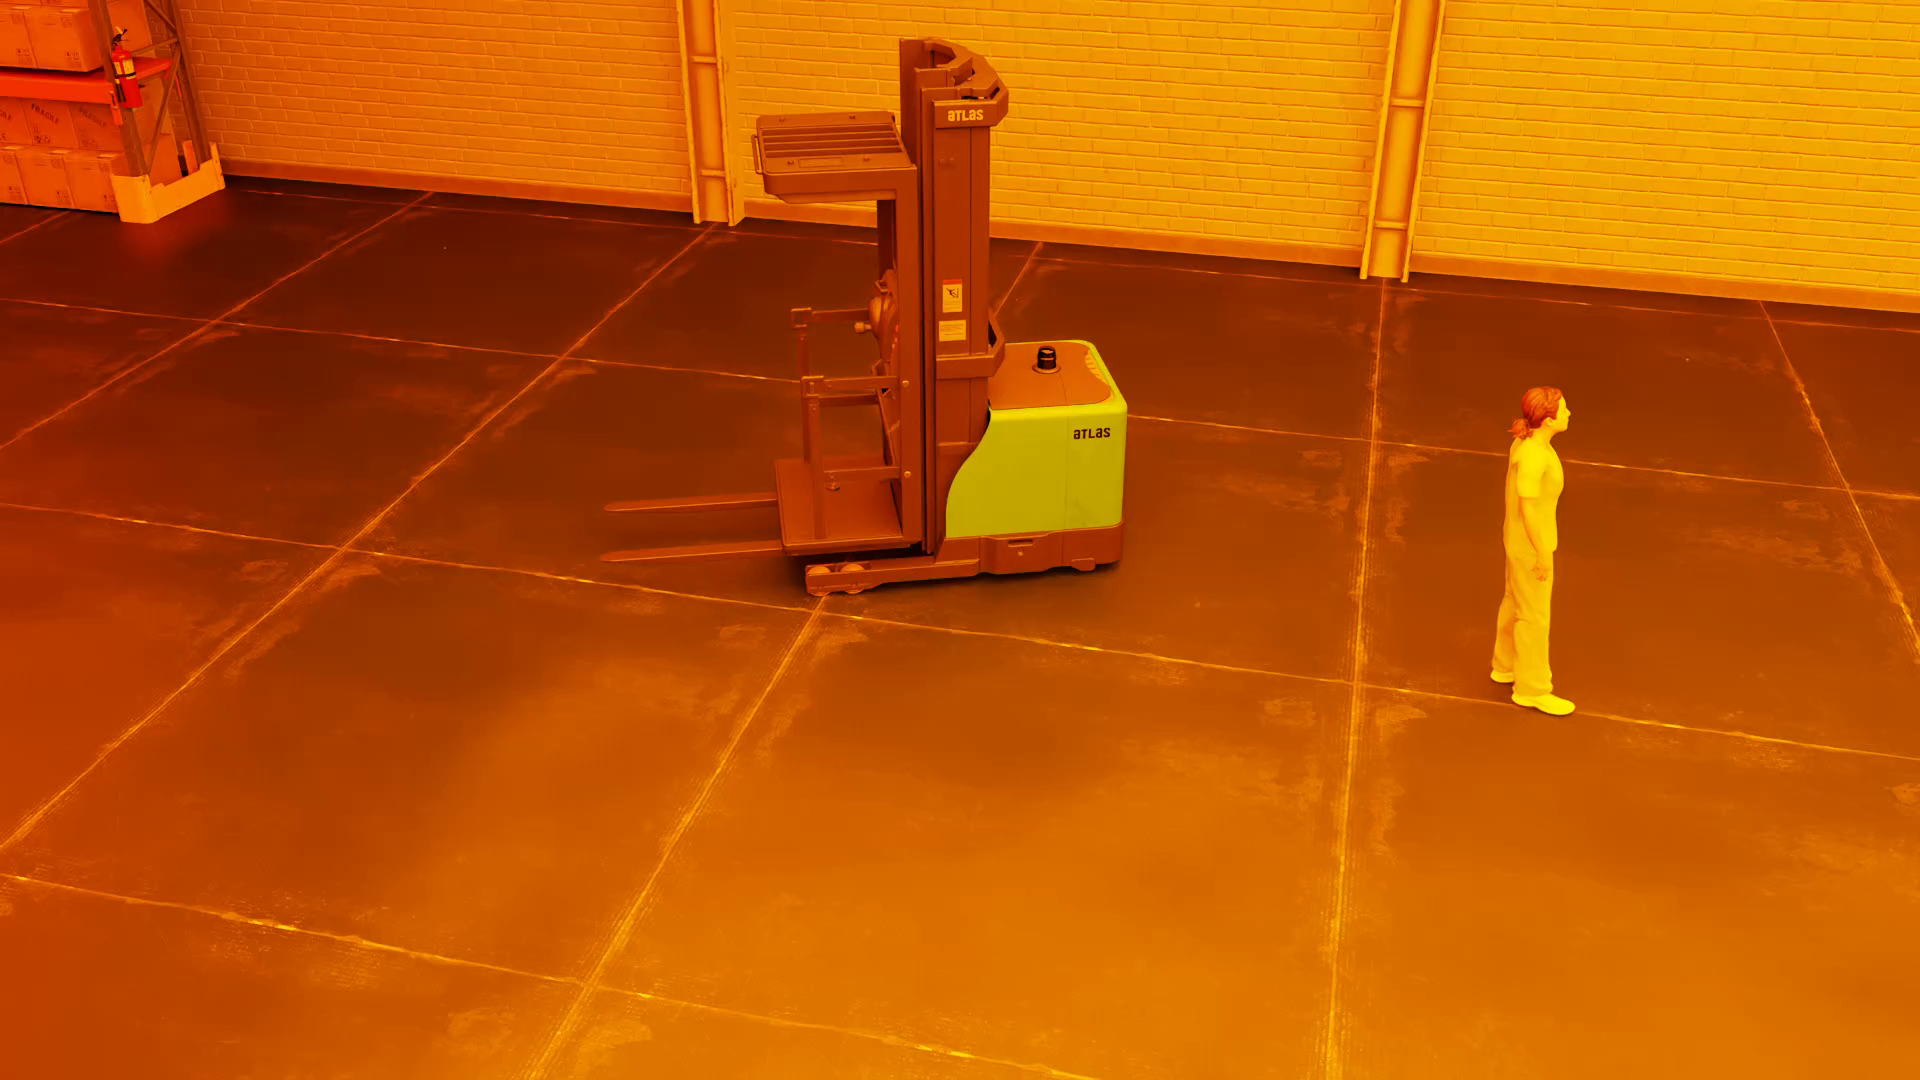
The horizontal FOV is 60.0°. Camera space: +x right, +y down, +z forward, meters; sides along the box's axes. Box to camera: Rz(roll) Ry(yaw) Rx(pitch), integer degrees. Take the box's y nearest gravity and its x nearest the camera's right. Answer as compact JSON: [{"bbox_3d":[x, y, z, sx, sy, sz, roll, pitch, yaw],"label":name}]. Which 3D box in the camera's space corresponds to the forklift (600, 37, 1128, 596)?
[{"bbox_3d":[-0.602,-1.232,9.345,3.031,2.935,1.130,-4,30,-7],"label":"forklift"}]

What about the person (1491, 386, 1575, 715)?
[{"bbox_3d":[2.947,0.024,8.391,0.545,1.676,0.543,7,30,12],"label":"person"}]
